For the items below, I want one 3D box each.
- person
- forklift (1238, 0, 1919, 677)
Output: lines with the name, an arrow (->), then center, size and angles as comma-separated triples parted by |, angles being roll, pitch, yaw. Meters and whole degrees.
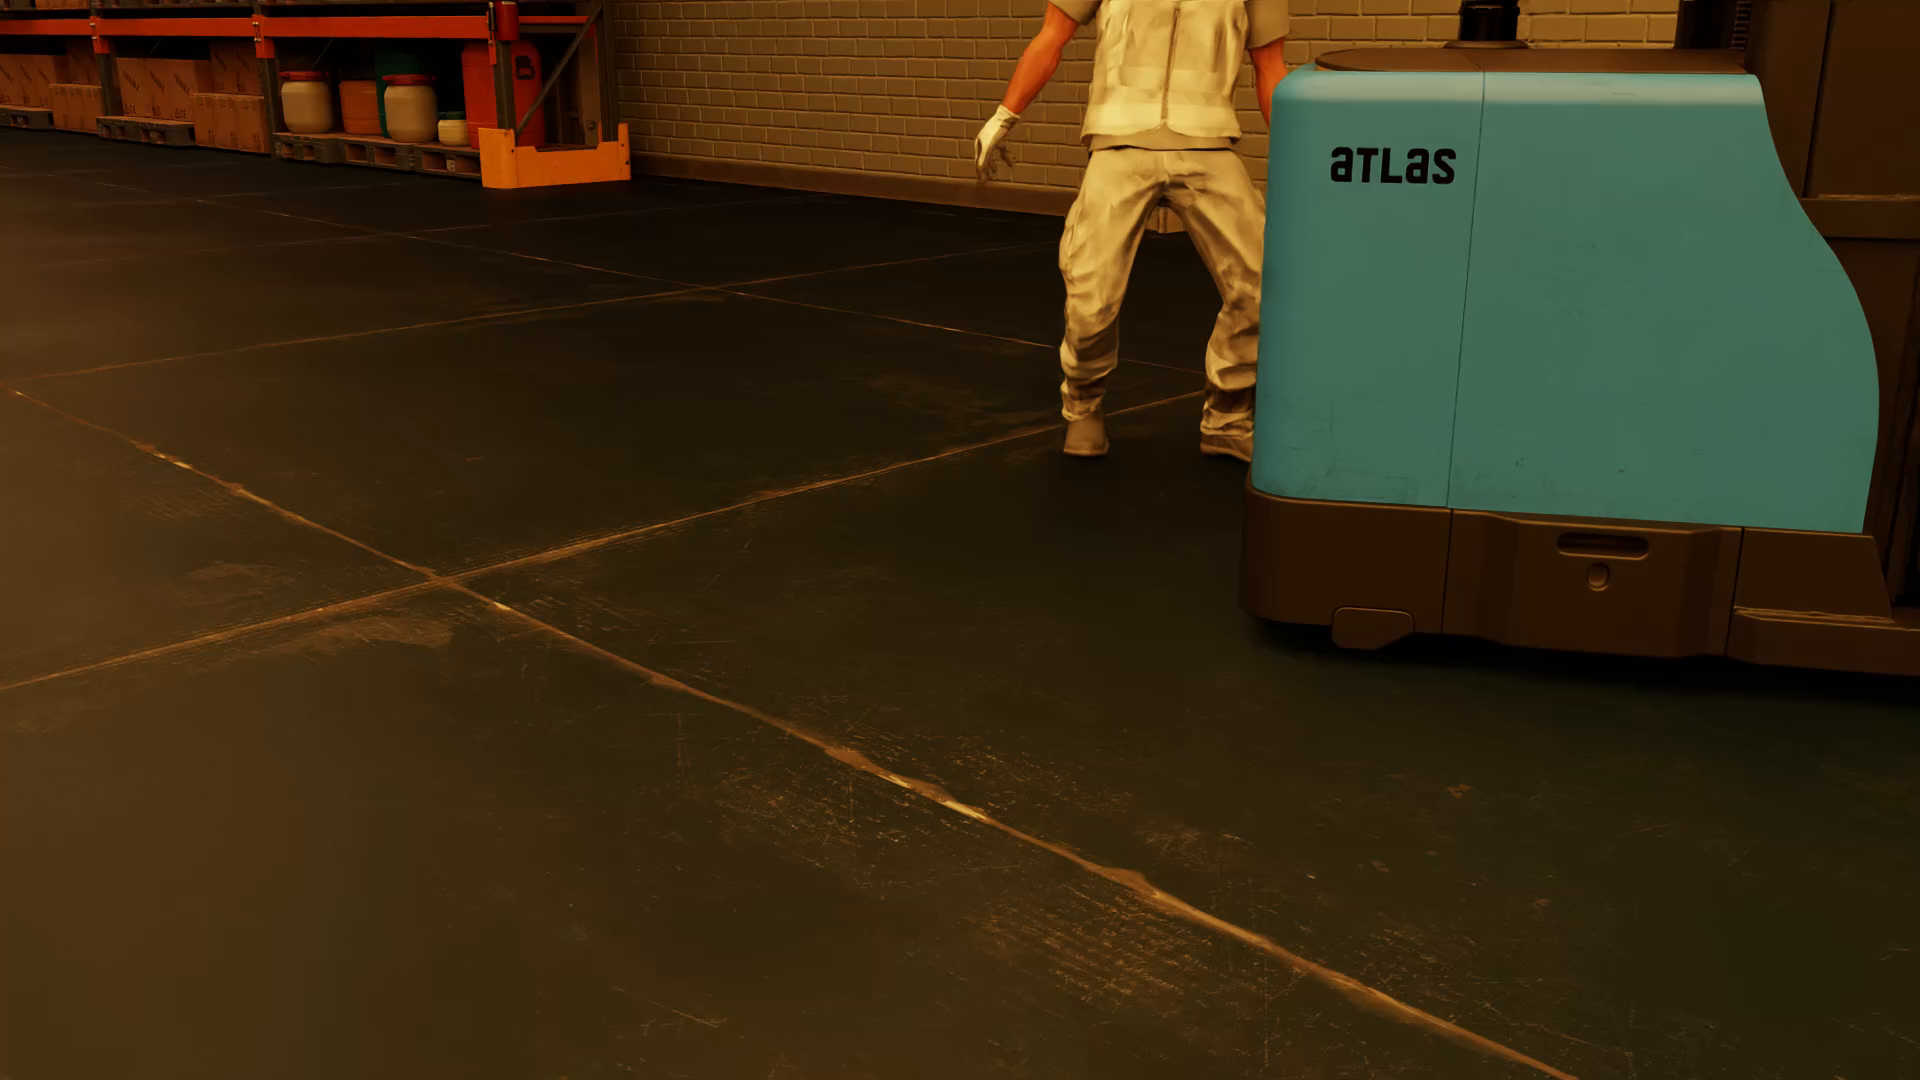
person -> 0.484, -1.037, 4.375 | 0.895, 1.703, 0.496 | 1, 17, 2
forklift -> 2.116, -1.229, 2.906 | 3.031, 2.935, 1.130 | 4, 18, 13
